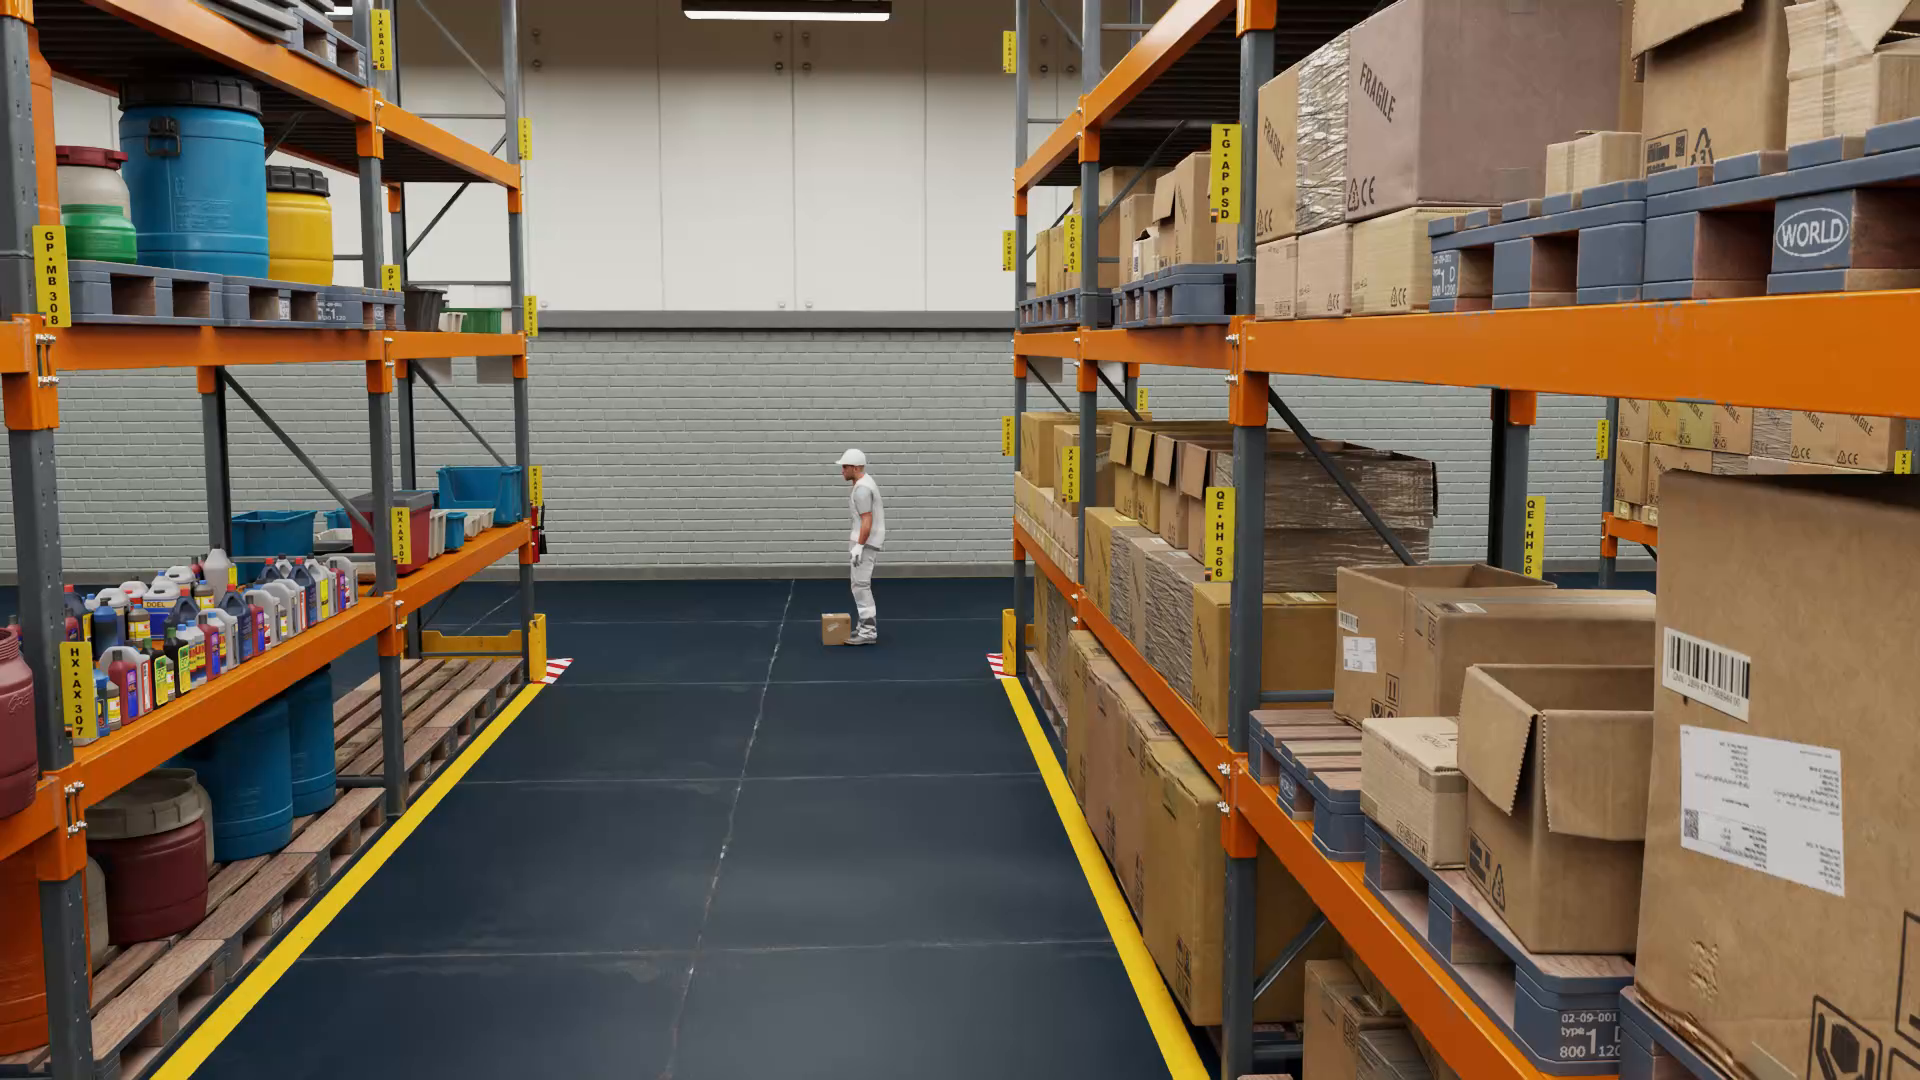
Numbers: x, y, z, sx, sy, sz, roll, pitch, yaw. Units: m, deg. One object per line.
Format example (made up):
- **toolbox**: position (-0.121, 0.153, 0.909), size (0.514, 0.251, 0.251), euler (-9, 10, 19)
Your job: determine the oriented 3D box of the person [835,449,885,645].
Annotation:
- **person**: position (-0.907, 0.058, 15.183), size (0.448, 1.780, 0.609), euler (0, 7, -3)
